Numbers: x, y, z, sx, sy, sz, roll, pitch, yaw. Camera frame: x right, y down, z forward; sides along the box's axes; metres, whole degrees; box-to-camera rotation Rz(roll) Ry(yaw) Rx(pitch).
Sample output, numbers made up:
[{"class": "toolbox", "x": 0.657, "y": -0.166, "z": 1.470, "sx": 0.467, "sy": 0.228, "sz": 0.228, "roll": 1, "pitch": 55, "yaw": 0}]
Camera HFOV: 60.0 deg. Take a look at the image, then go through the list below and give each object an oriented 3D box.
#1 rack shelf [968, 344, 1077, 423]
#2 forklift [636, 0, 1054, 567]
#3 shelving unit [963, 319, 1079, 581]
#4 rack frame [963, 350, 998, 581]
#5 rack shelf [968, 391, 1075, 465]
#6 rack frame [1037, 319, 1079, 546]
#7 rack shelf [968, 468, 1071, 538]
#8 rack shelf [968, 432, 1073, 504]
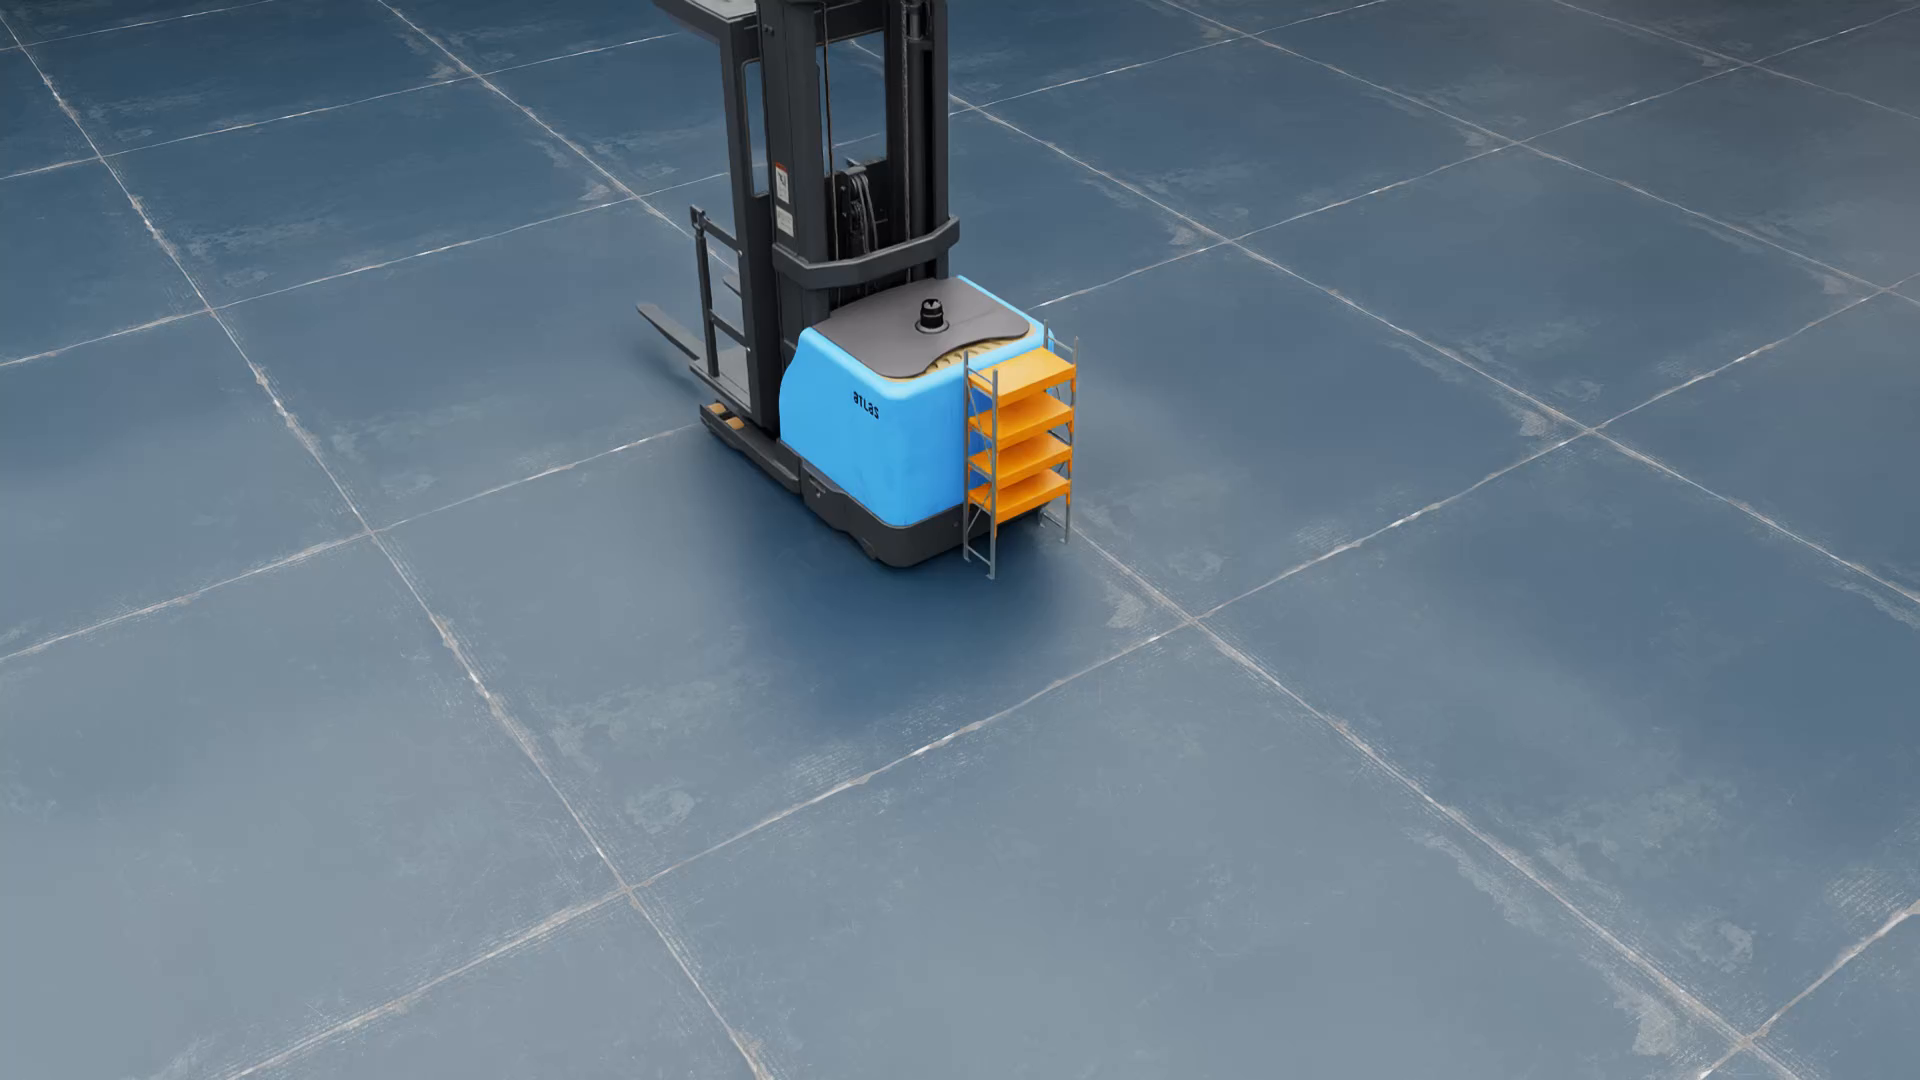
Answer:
[{"class": "rack shelf", "x": 0.288, "y": -0.748, "z": 7.902, "sx": 0.480, "sy": 0.148, "sz": 0.258, "roll": -24, "pitch": 42, "yaw": -30}, {"class": "forklift", "x": -0.809, "y": -1.861, "z": 8.641, "sx": 1.130, "sy": 2.935, "sz": 3.031, "roll": -24, "pitch": 42, "yaw": -29}, {"class": "shelving unit", "x": 0.288, "y": -0.429, "z": 8.132, "sx": 0.503, "sy": 1.200, "sz": 0.258, "roll": -24, "pitch": 42, "yaw": -30}, {"class": "rack frame", "x": 0.095, "y": -0.342, "z": 8.011, "sx": 0.015, "sy": 1.200, "sz": 0.240, "roll": -24, "pitch": 42, "yaw": -30}, {"class": "rack shelf", "x": 0.288, "y": -0.556, "z": 8.040, "sx": 0.480, "sy": 0.148, "sz": 0.258, "roll": -24, "pitch": 42, "yaw": -30}, {"class": "rack frame", "x": 0.482, "y": -0.515, "z": 8.252, "sx": 0.015, "sy": 1.200, "sz": 0.240, "roll": -24, "pitch": 42, "yaw": -30}, {"class": "rack shelf", "x": 0.288, "y": -0.213, "z": 8.287, "sx": 0.480, "sy": 0.148, "sz": 0.258, "roll": -24, "pitch": 42, "yaw": -30}, {"class": "rack shelf", "x": 0.288, "y": -0.374, "z": 8.171, "sx": 0.480, "sy": 0.148, "sz": 0.258, "roll": -24, "pitch": 42, "yaw": -30}]
